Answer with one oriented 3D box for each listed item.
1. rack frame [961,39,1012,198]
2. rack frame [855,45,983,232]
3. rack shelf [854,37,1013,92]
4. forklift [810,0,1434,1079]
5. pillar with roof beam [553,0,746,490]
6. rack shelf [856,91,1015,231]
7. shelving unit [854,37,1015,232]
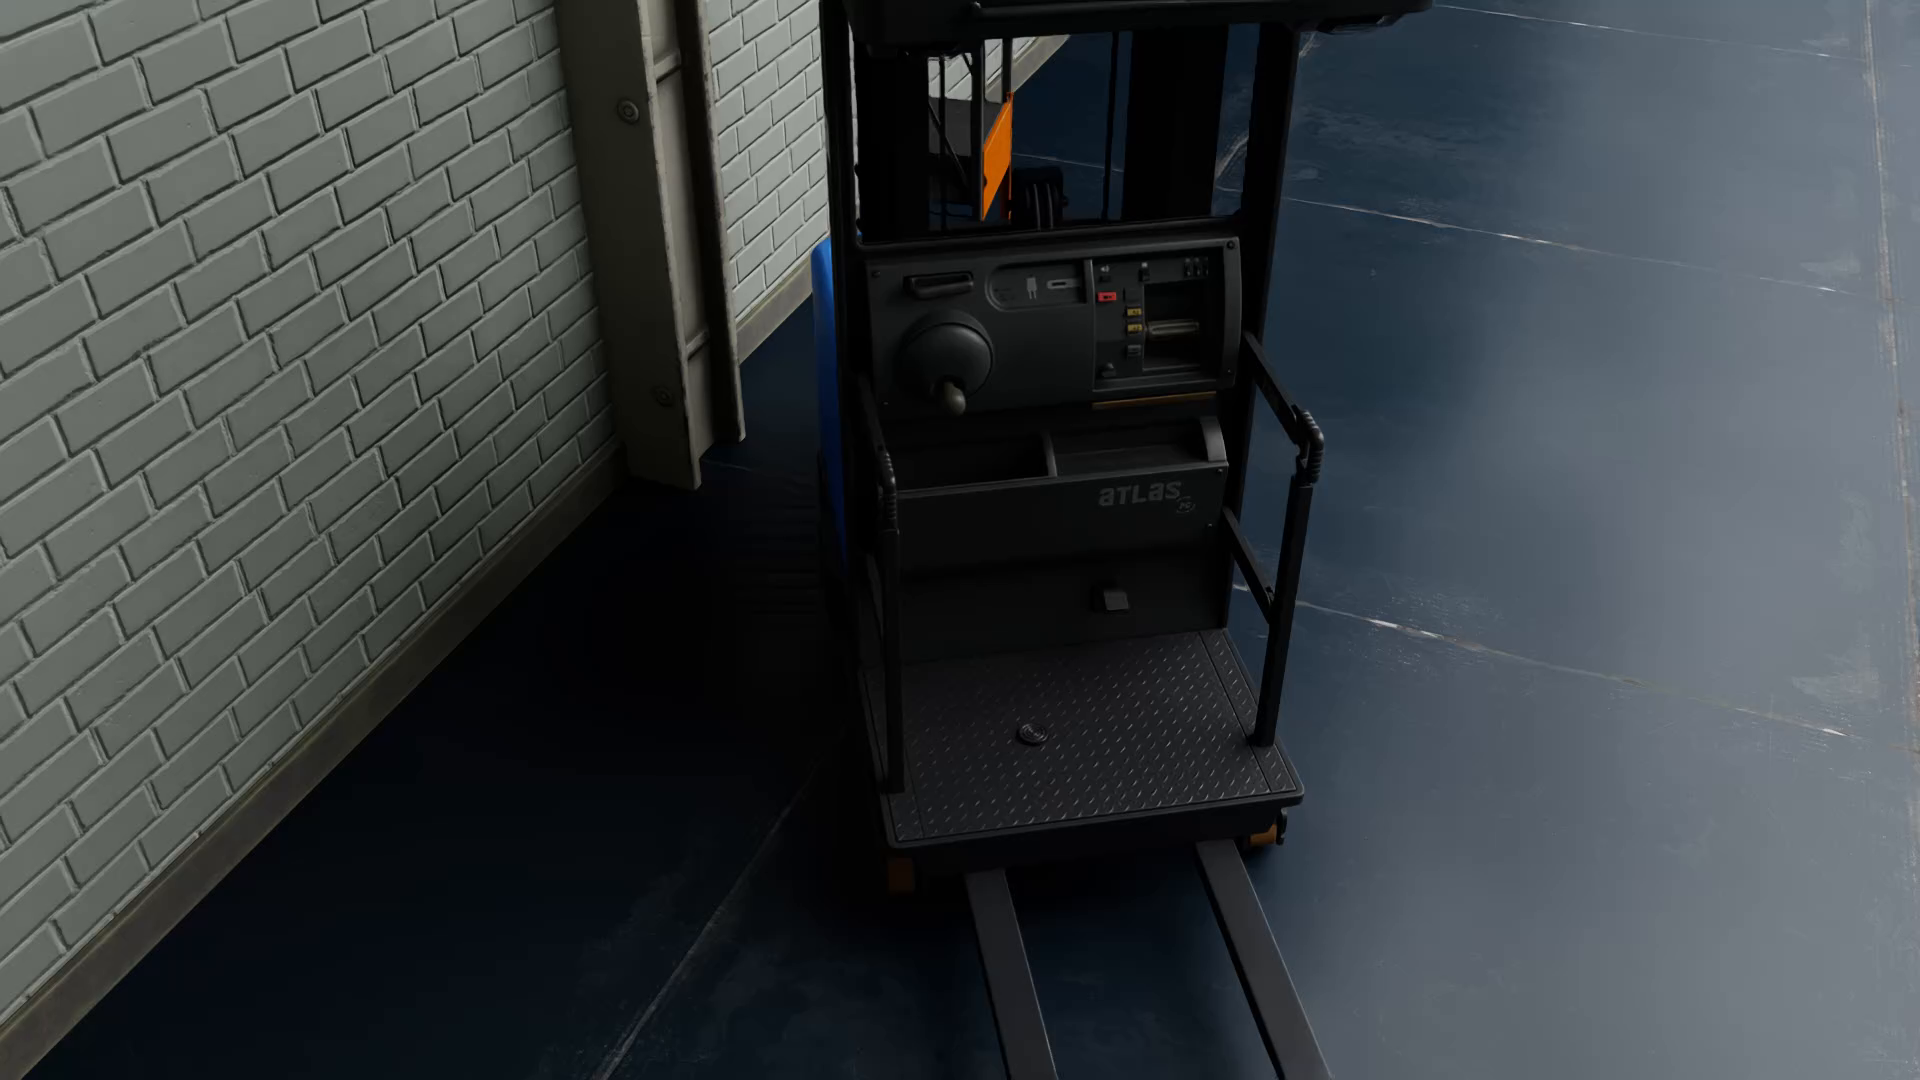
[{"bbox_3d":[-0.023,-1.347,5.799,0.400,2.100,0.015,7,37,10],"label":"rack frame"},{"bbox_3d":[-0.126,-1.062,5.417,0.400,2.100,0.015,7,37,10],"label":"rack frame"},{"bbox_3d":[-0.075,-1.754,5.197,0.431,0.518,0.480,7,37,10],"label":"rack shelf"},{"bbox_3d":[0.276,-0.458,3.914,1.130,2.935,3.031,-6,37,-8],"label":"forklift"},{"bbox_3d":[2.958,-2.946,2.175,9.100,9.000,0.400,14,39,18],"label":"pillar with roof beam"},{"bbox_3d":[-0.074,-1.194,5.616,0.431,0.518,0.480,7,37,10],"label":"rack shelf"},{"bbox_3d":[-0.074,-1.205,5.608,0.431,2.100,0.503,7,37,10],"label":"shelving unit"}]
